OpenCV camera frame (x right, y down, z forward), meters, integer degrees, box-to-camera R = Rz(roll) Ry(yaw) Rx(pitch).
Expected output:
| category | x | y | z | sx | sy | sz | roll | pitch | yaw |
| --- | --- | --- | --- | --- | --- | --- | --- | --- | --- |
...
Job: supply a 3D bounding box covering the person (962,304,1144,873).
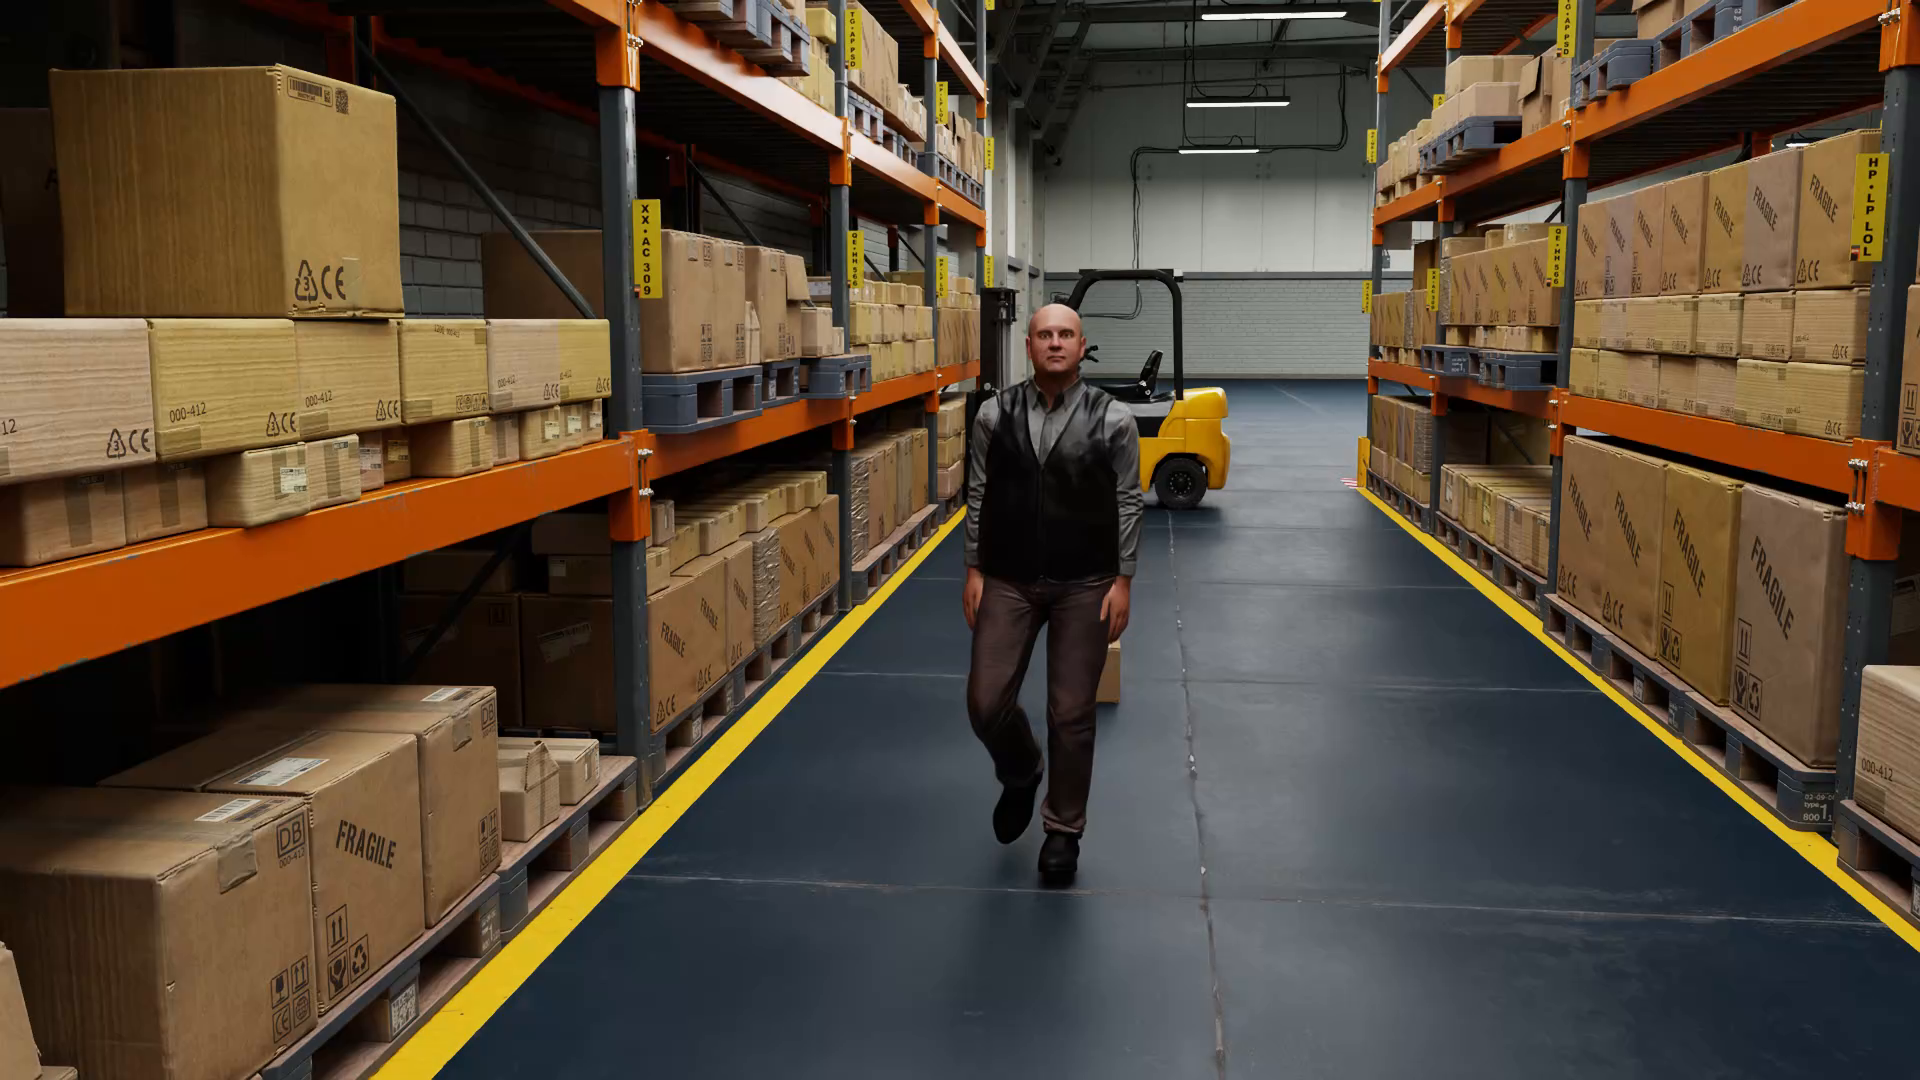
| category | x | y | z | sx | sy | sz | roll | pitch | yaw |
| --- | --- | --- | --- | --- | --- | --- | --- | --- | --- |
| person | 0.275 | 0.144 | 5.076 | 0.556 | 1.714 | 0.487 | 2 | 8 | 11 |
